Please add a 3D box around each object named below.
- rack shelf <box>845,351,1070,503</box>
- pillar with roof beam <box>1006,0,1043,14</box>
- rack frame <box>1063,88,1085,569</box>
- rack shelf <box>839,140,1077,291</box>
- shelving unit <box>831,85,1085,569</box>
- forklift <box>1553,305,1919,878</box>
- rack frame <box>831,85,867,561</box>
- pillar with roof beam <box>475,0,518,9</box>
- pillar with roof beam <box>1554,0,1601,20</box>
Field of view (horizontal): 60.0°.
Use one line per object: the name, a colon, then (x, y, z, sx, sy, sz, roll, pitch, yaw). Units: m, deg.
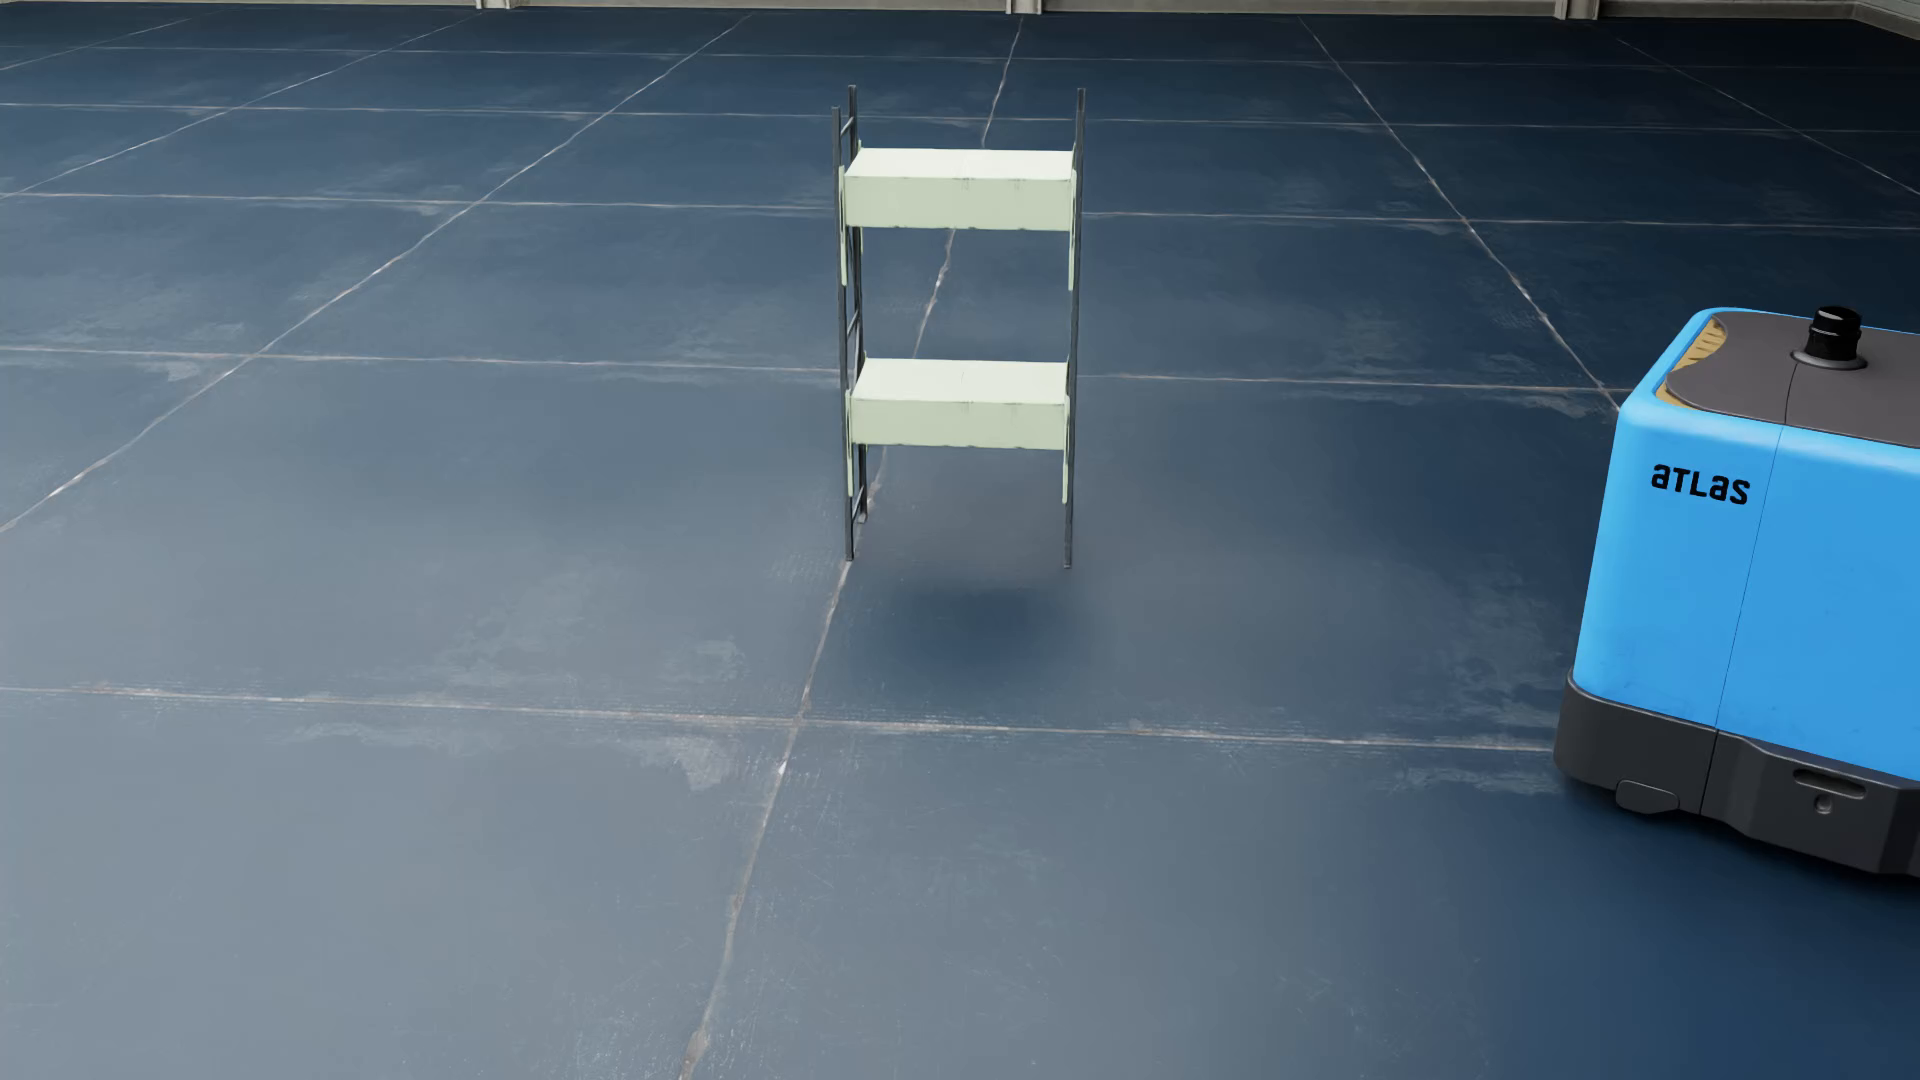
rack shelf: (0.007, -0.385, 5.572, 0.720, 0.370, 0.431, 2, 25, 4)
pillar with roof beam: (0.388, -8.173, 12.746, 0.400, 9.000, 9.100, 2, 25, 4)
rack frame: (0.372, -0.669, 5.411, 0.023, 1.500, 0.400, 2, 25, 4)
rack shelf: (0.007, -1.036, 5.273, 0.720, 0.370, 0.431, 2, 25, 4)
shelving unit: (0.007, -0.681, 5.436, 0.755, 1.500, 0.431, 2, 25, 4)
forklift: (3.063, -0.517, 3.367, 3.031, 2.935, 1.130, 15, 29, 29)
rack frame: (-0.358, -0.693, 5.462, 0.023, 1.500, 0.400, 2, 25, 4)
pillar with roof beam: (-5.594, -8.365, 13.163, 0.400, 9.000, 9.100, 2, 25, 4)
pillar with roof beam: (6.371, -7.981, 12.329, 0.400, 9.000, 9.100, 2, 25, 4)
